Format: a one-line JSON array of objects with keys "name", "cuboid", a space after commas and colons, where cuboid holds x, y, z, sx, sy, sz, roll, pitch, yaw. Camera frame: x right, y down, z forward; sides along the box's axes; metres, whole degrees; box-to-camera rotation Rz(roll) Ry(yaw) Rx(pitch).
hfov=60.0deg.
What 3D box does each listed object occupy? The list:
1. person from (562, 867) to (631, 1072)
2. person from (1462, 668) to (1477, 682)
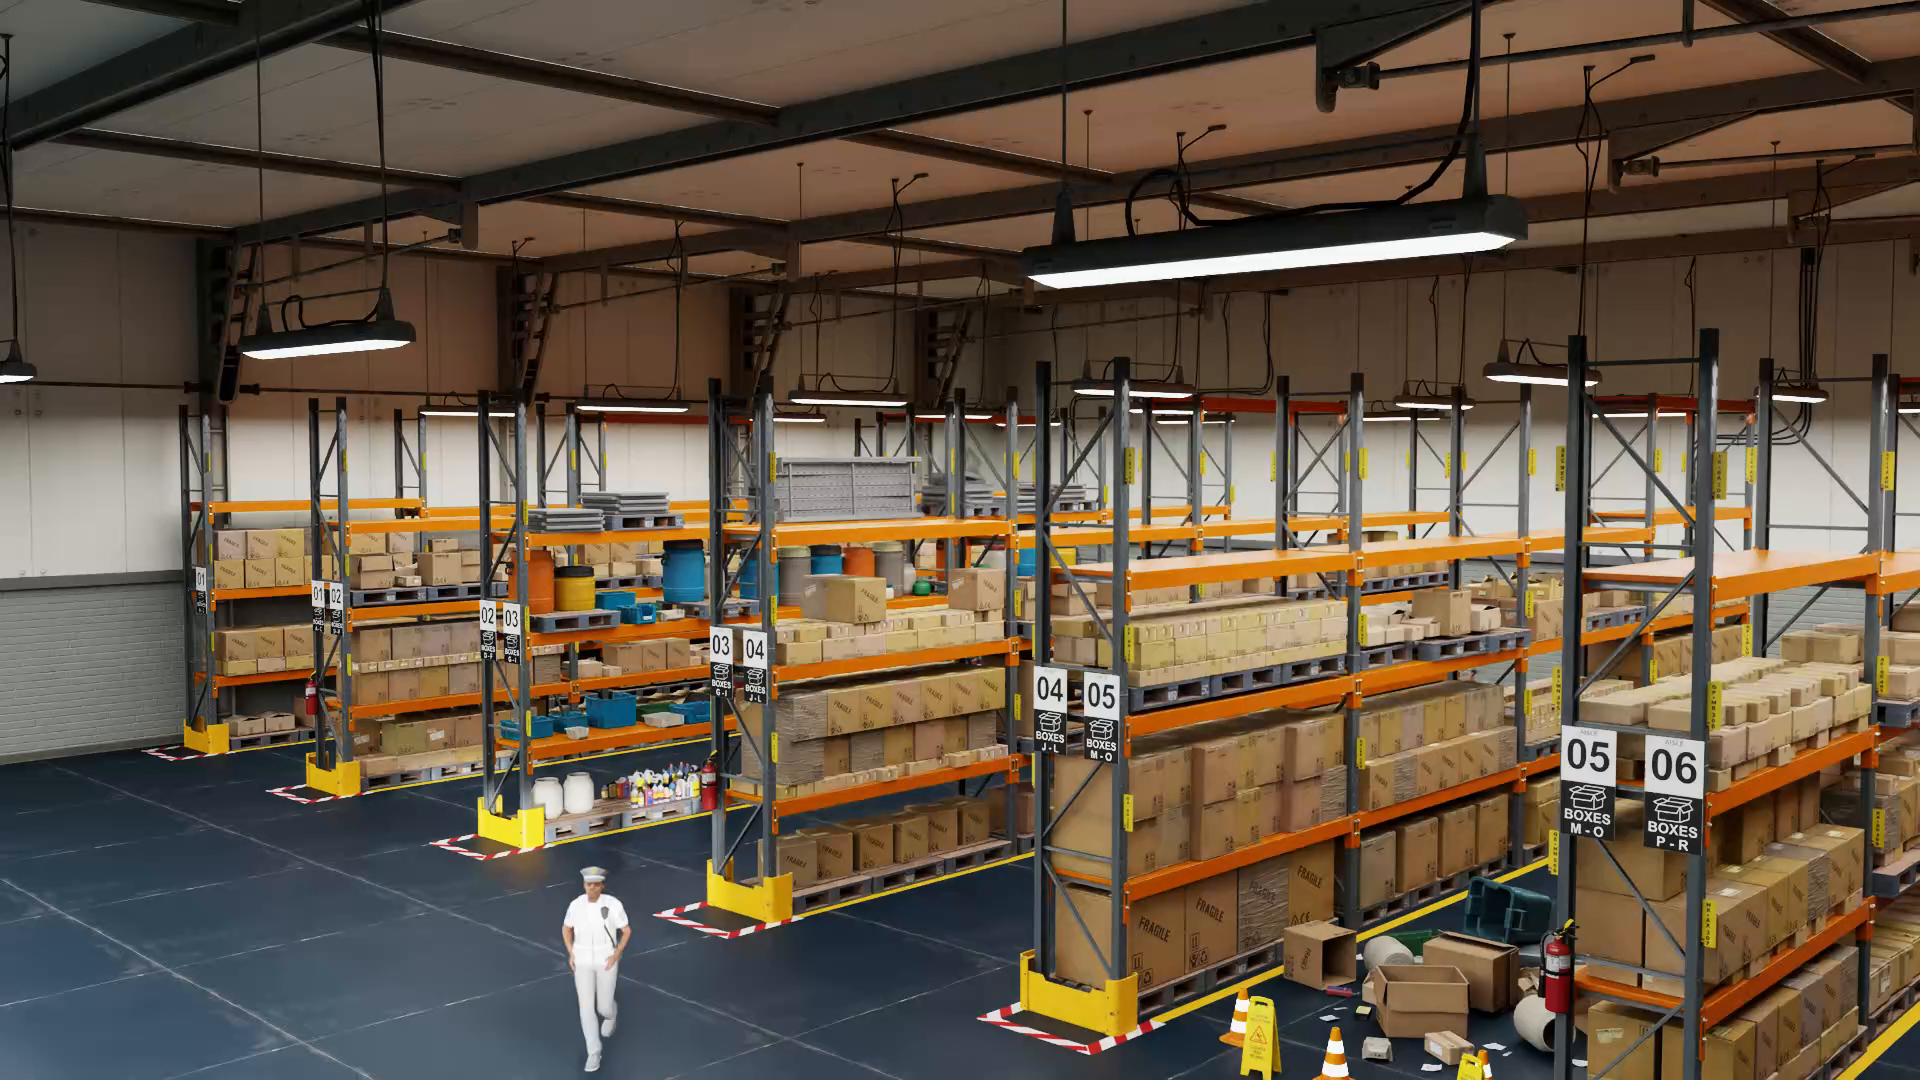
[{"name": "person", "cuboid": [-3.098, 3.586, 14.155, 0.590, 1.680, 0.709, 0, 3, -5]}, {"name": "person", "cuboid": [8.361, 2.892, 27.418, 0.538, 1.637, 0.698, 2, 4, 35]}]
